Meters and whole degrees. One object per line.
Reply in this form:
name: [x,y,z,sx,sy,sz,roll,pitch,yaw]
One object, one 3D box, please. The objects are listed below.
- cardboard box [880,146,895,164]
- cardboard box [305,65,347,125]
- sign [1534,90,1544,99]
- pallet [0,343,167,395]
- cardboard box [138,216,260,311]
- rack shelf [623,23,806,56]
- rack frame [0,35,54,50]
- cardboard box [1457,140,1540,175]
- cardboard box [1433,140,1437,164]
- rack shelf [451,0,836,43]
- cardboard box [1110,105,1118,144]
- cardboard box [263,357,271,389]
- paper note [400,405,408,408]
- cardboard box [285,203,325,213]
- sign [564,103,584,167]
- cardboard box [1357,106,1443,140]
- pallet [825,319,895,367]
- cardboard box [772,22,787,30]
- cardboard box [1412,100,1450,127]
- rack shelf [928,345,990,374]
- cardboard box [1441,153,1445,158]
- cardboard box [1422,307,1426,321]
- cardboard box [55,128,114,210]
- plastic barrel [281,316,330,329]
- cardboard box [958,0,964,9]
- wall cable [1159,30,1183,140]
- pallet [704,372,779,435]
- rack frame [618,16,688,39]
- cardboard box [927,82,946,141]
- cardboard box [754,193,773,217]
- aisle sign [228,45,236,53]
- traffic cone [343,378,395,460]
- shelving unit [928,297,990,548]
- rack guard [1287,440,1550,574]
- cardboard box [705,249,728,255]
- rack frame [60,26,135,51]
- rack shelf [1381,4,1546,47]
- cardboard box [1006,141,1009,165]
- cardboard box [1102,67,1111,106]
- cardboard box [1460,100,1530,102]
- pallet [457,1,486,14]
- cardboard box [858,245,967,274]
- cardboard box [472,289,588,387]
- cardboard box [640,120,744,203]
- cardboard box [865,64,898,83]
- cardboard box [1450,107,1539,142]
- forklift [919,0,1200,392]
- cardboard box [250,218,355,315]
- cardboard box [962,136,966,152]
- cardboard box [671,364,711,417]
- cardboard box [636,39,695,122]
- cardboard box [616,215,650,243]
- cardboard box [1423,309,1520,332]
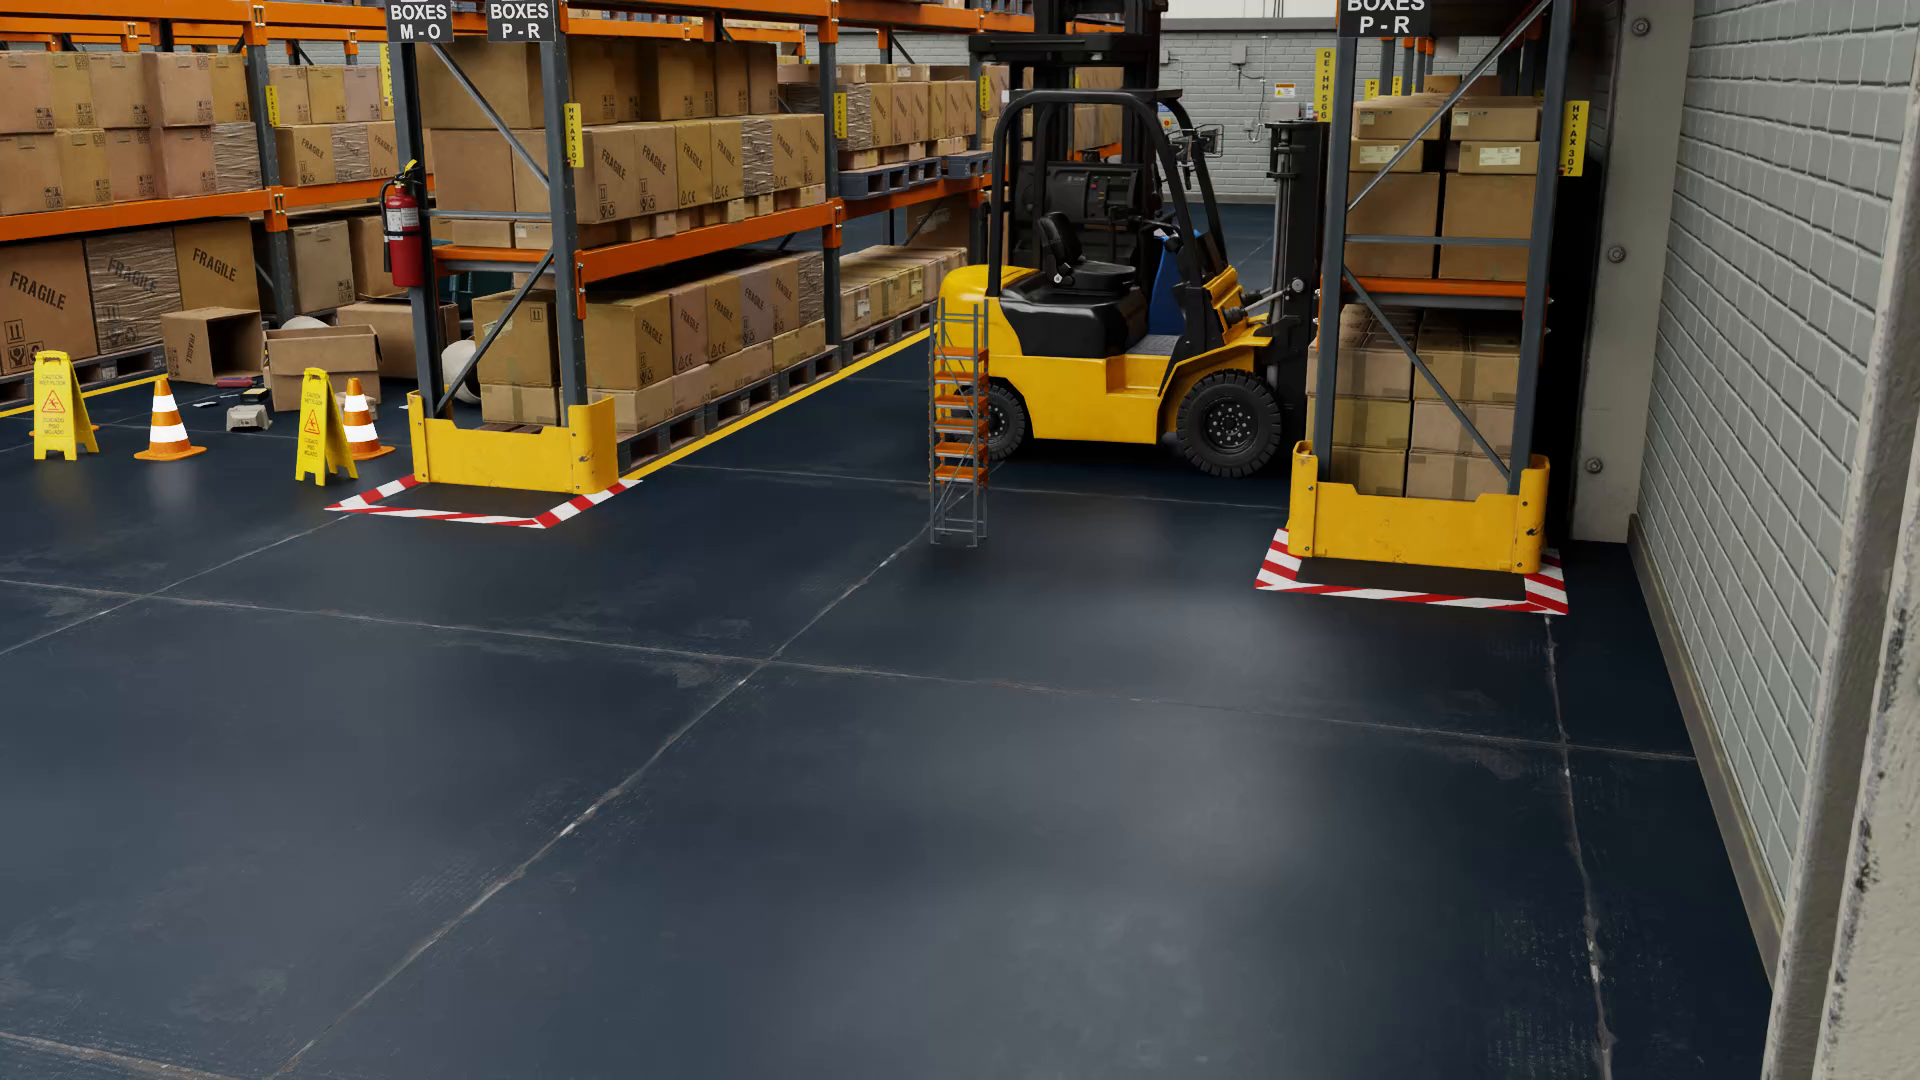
cardboard box: [-0.763,-3.217,13.865,0.380,0.149,0.250,5,17,17]
cardboard box: [-5.918,-3.959,14.774,0.700,0.500,0.500,4,16,15]
sign: [3.869,-2.835,11.096,0.100,0.325,0.005,5,16,16]
pallet: [-6.834,-1.310,12.561,1.003,0.211,1.213,5,16,16]
cardboard box: [-6.444,-2.185,13.661,0.875,0.875,0.875,5,17,17]
rack shelf: [-3.356,-6.878,22.902,1.077,0.370,4.000,5,16,16]
rack frame: [-13.400,-6.053,24.172,1.000,3.000,0.127,5,16,16]
cardboard box: [2.545,-1.805,7.826,0.380,0.149,0.250,4,16,14]
cardboard box: [2.288,-2.045,8.672,0.380,0.149,0.250,5,16,15]
rack shelf: [-1.992,-3.381,10.573,1.077,0.370,4.000,5,16,16]
cardboard box: [1.810,-5.582,22.331,0.500,0.500,0.500,5,17,17]
cardboard box: [-4.921,-1.257,12.273,0.396,0.266,0.258,8,18,25]
paper note: [-3.815,-0.939,11.605,0.148,0.019,0.142,11,19,35]
cardboard box: [-9.067,-4.446,21.630,1.225,0.875,0.875,4,16,14]
sign: [-2.040,-2.135,8.773,0.100,0.325,0.005,5,16,16]
cardboard box: [2.100,-1.990,7.931,0.380,0.149,0.250,5,16,16]
pallet: [-1.203,-1.669,13.828,1.003,0.211,1.213,5,16,16]
cardboard box: [-2.801,-7.401,23.704,0.500,0.250,0.500,5,16,16]
cardboard box: [2.618,-2.456,9.575,0.380,0.149,0.250,5,16,16]
rack shelf: [-0.004,-0.877,8.066,0.258,0.103,0.180,5,16,16]
cardboard box: [2.522,-1.975,9.613,0.500,0.500,0.500,5,17,16]
cardboard box: [2.613,-1.417,10.265,0.500,0.250,0.500,5,17,18]
cardboard box: [-6.747,-2.715,12.129,0.875,0.550,0.500,5,16,16]
plastic barrel: [-5.050,-1.509,12.875,0.421,0.421,0.512,-10,19,-32]
cardboard box: [-0.175,-5.077,15.695,0.380,0.149,0.250,5,16,16]
wall cable: [3.567,-7.927,28.862,0.585,1.953,0.123,5,16,16]
pallet: [-1.925,-0.967,11.351,1.003,0.211,1.213,5,16,16]
rack frame: [-3.924,-5.257,21.368,1.000,3.000,0.127,5,16,16]
cardboard box: [-0.428,-3.838,14.866,0.500,0.500,0.500,3,16,12]
cardboard box: [-1.508,-2.312,11.445,0.380,0.149,0.250,4,16,15]
aisle sign: [-11.962,-8.346,27.493,0.394,0.787,0.004,5,16,16]
traffic cone: [-3.675,-0.753,10.135,0.336,0.463,0.334,5,16,16]
shelving unit: [-0.004,-0.573,8.152,0.258,1.200,0.189,5,16,16]
rack guard: [2.193,-0.168,8.005,1.175,0.500,0.348,5,16,16]
cardboard box: [-1.943,-2.198,12.287,0.380,0.149,0.250,5,17,17]
rack frame: [-9.788,-4.622,19.128,1.000,3.000,0.127,5,16,16]
rack shelf: [3.905,-4.043,12.909,1.077,0.370,4.000,5,16,16]
cardboard box: [0.223,-4.026,17.300,0.500,0.250,0.500,4,16,14]
cardboard box: [1.669,-5.932,21.729,0.500,0.500,0.500,5,16,15]
cardboard box: [3.039,-2.423,9.458,0.380,0.149,0.250,5,17,17]
pallet: [-5.193,-5.391,16.687,1.213,0.211,1.003,5,17,18]
cardboard box: [-0.457,-2.644,16.201,0.950,0.372,0.625,3,16,12]
cardboard box: [-2.582,-1.230,10.065,0.500,0.500,0.500,5,17,16]
cardboard box: [-1.735,-2.457,10.766,0.500,0.500,0.500,4,16,15]
cardboard box: [-0.741,-3.900,13.896,0.380,0.149,0.250,6,17,19]
cardboard box: [2.500,-1.951,7.794,0.380,0.149,0.250,4,16,15]
forklift: [0.735,-2.504,11.786,1.130,2.935,3.031,8,18,27]
cardboard box: [-6.108,-2.454,14.836,1.050,0.750,0.750,5,16,16]
cardboard box: [-0.161,-3.755,15.762,0.380,0.149,0.250,5,17,17]
cardboard box: [-1.913,-0.962,10.494,0.500,0.250,0.500,5,17,18]
cardboard box: [-2.152,-2.976,10.765,0.700,0.500,0.500,5,16,16]
cardboard box: [-2.054,-1.843,9.790,0.380,0.149,0.250,4,16,14]
cardboard box: [2.809,-1.109,9.179,0.500,0.250,0.500,5,16,16]
